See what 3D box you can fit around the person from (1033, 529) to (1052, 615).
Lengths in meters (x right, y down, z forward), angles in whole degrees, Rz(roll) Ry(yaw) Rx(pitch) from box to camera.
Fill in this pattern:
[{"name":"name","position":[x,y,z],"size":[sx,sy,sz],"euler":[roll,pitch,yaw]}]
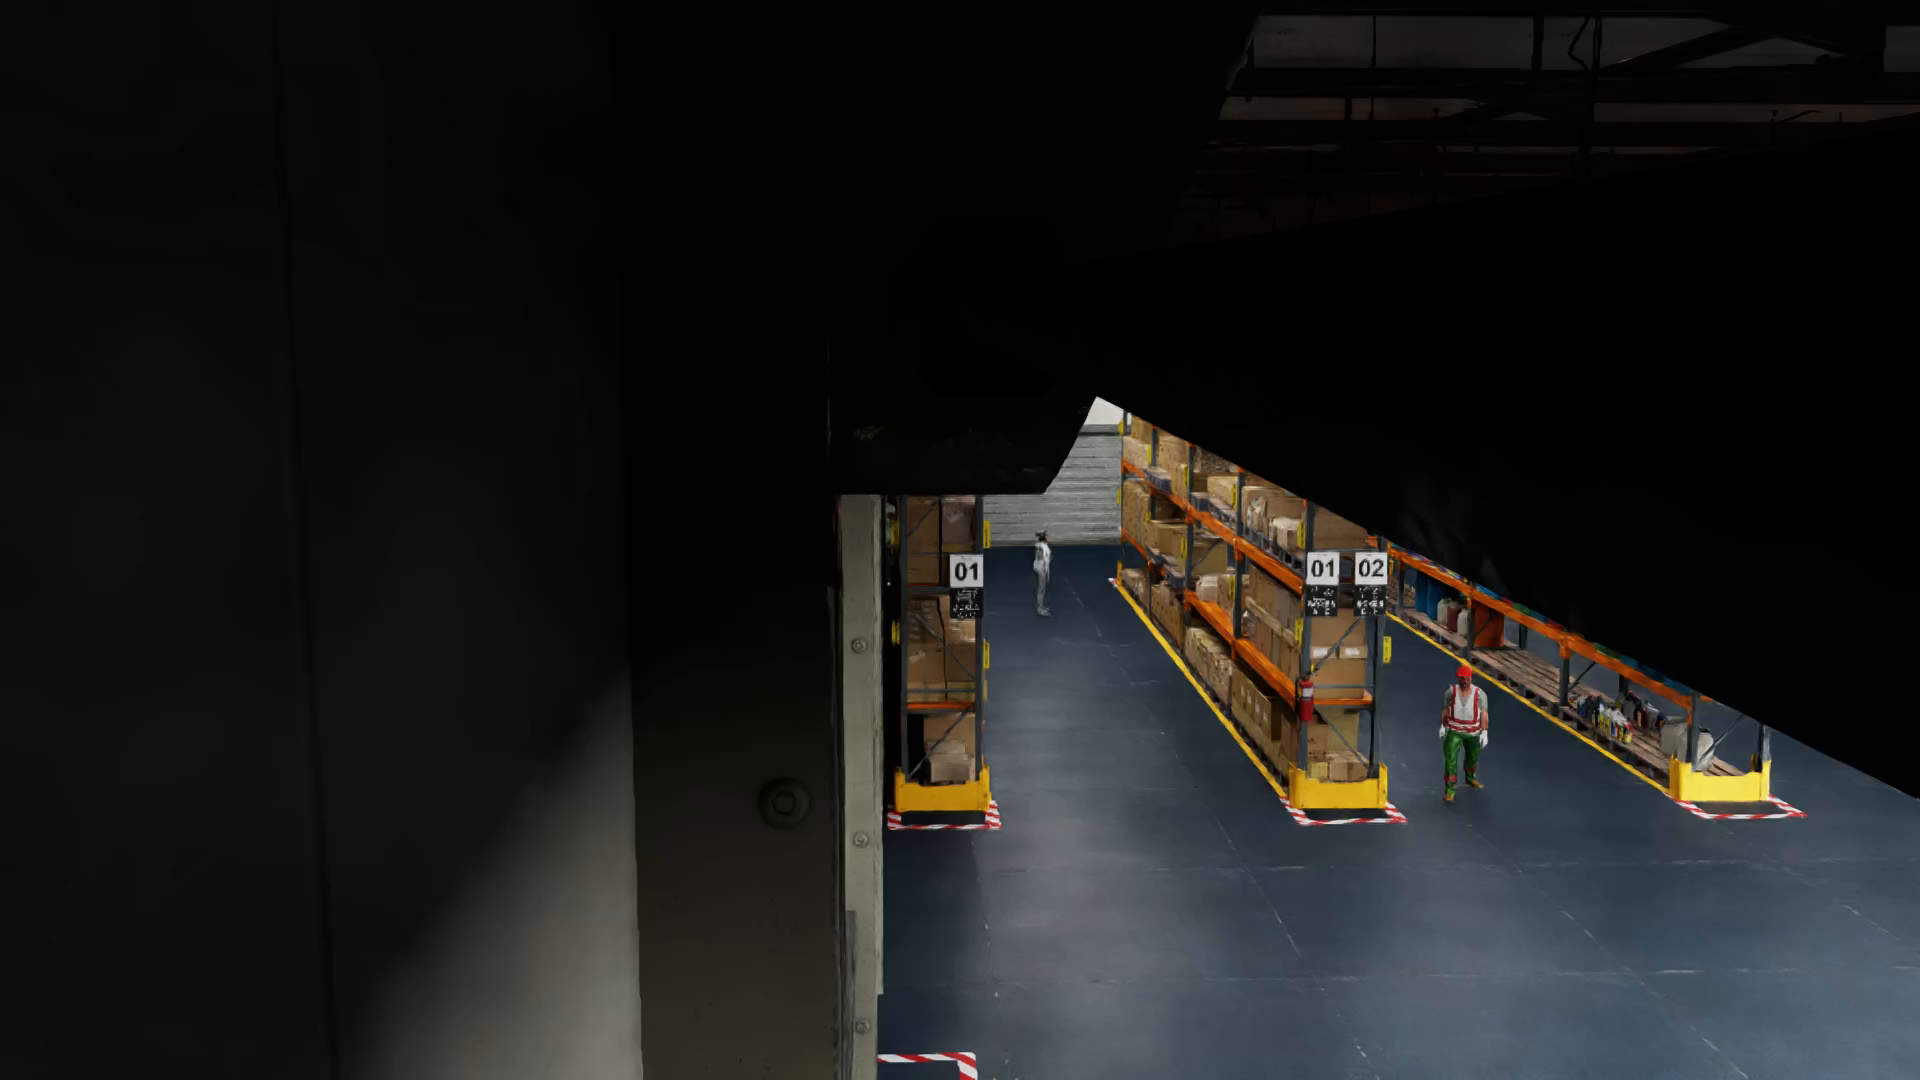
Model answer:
[{"name":"person","position":[1.670,0.613,33.108],"size":[0.433,1.684,0.551],"euler":[-4,9,-23]}]

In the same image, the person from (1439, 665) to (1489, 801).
[{"name":"person","position":[6.381,2.391,21.059],"size":[0.596,1.734,0.841],"euler":[3,9,17]}]
